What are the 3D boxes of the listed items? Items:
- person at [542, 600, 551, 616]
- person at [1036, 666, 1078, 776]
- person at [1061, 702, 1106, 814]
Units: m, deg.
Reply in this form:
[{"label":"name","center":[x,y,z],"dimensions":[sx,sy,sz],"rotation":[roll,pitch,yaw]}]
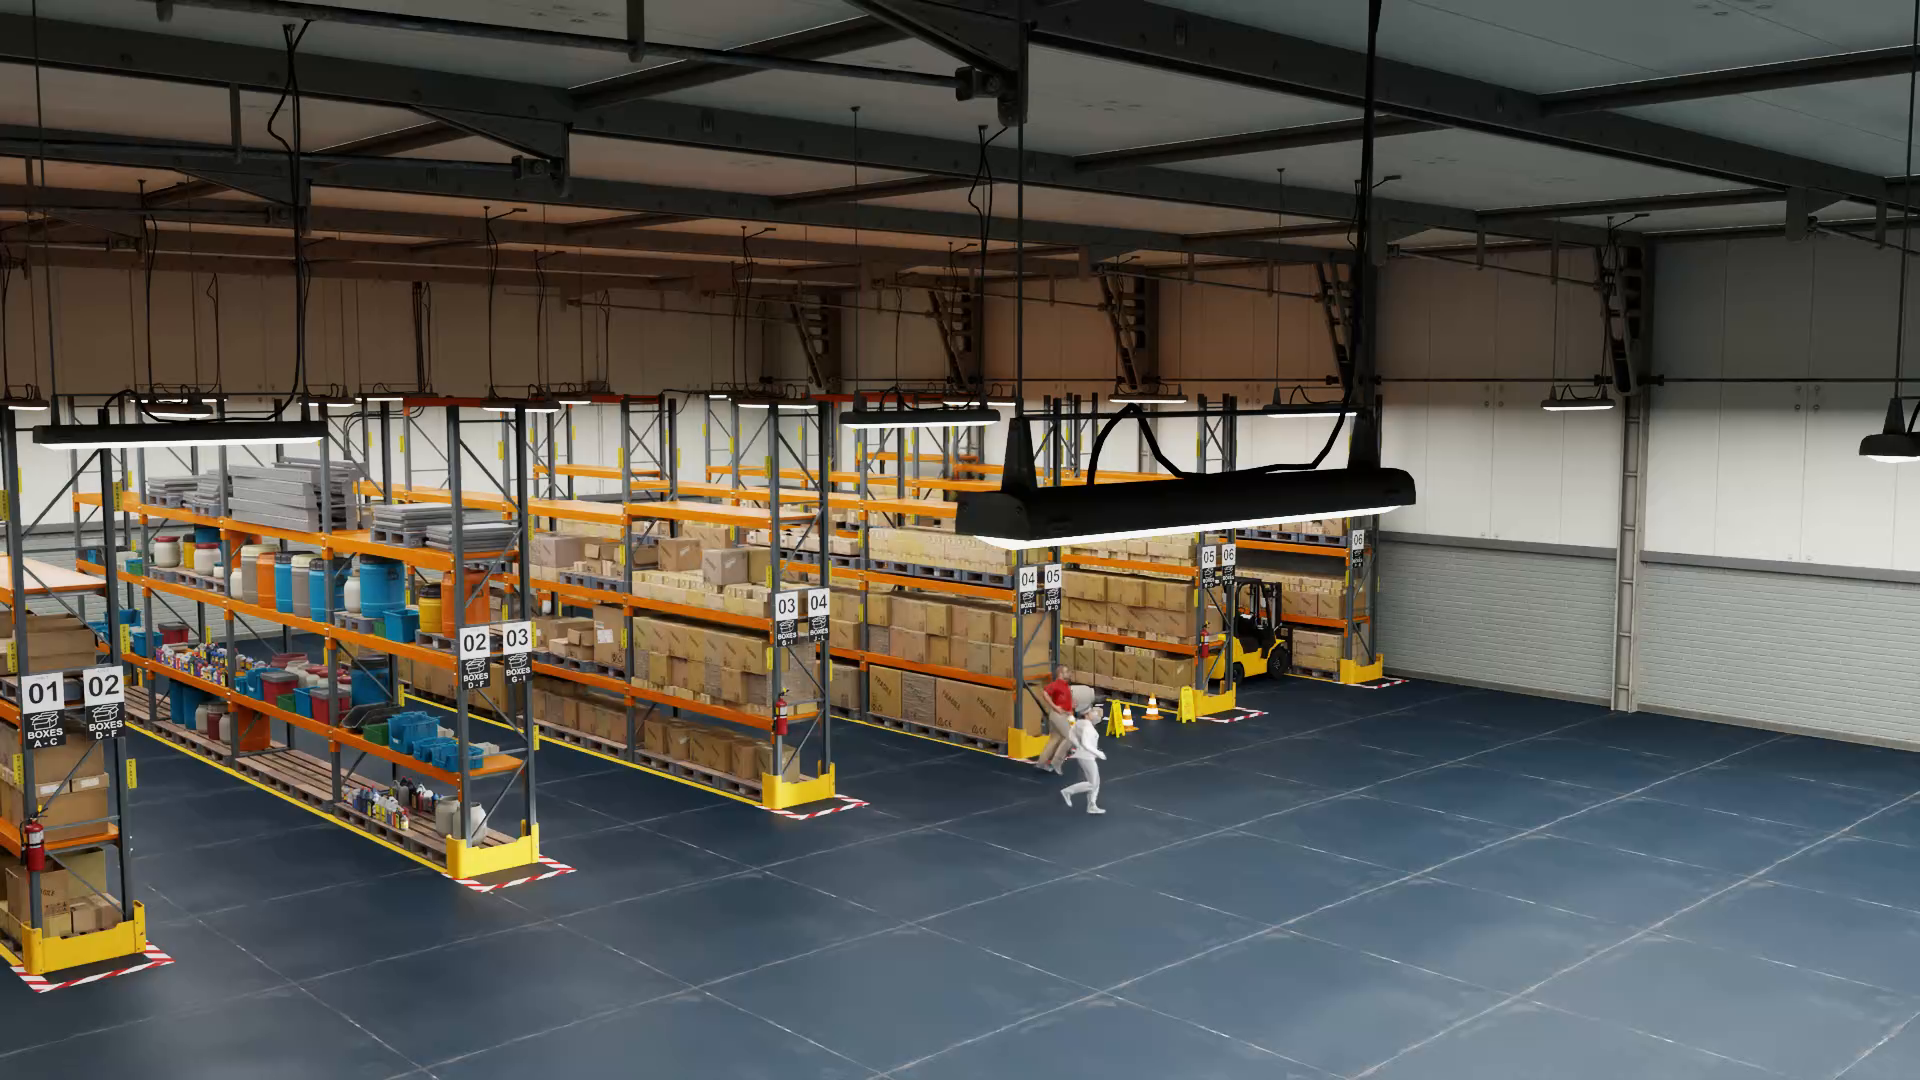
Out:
[{"label":"person","center":[-10.233,1.522,41.079],"dimensions":[0.562,1.713,0.721],"rotation":[-5,7,-40]},{"label":"person","center":[1.577,2.911,26.864],"dimensions":[0.655,1.745,0.670],"rotation":[1,6,8]},{"label":"person","center":[1.784,3.177,24.192],"dimensions":[0.702,1.672,0.622],"rotation":[-1,6,-12]}]
